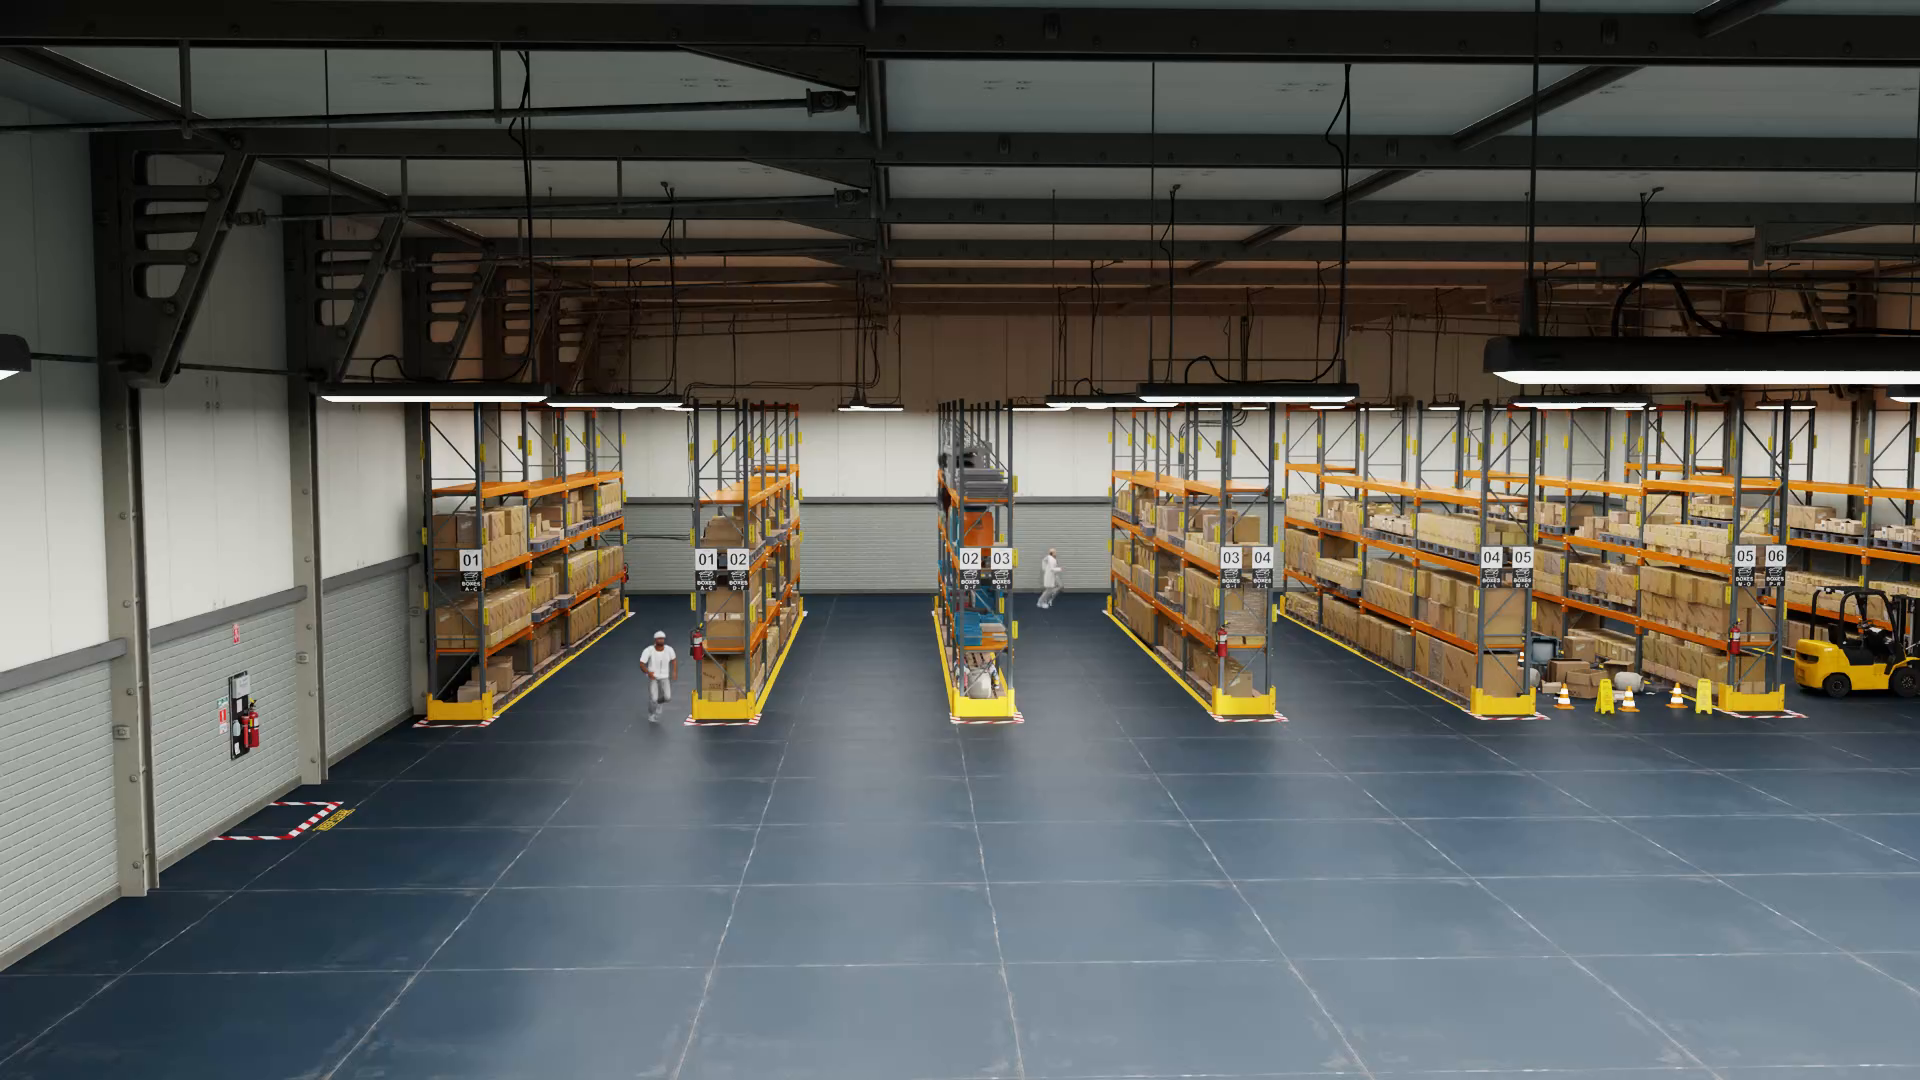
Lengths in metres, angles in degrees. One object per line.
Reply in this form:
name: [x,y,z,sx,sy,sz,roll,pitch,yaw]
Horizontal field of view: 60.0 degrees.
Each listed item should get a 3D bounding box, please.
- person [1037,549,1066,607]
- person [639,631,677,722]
person: [2.686,1.119,48.967,0.845,1.732,0.759,0,4,5]
person: [-5.568,2.527,30.823,0.747,1.683,0.567,-2,5,-28]
